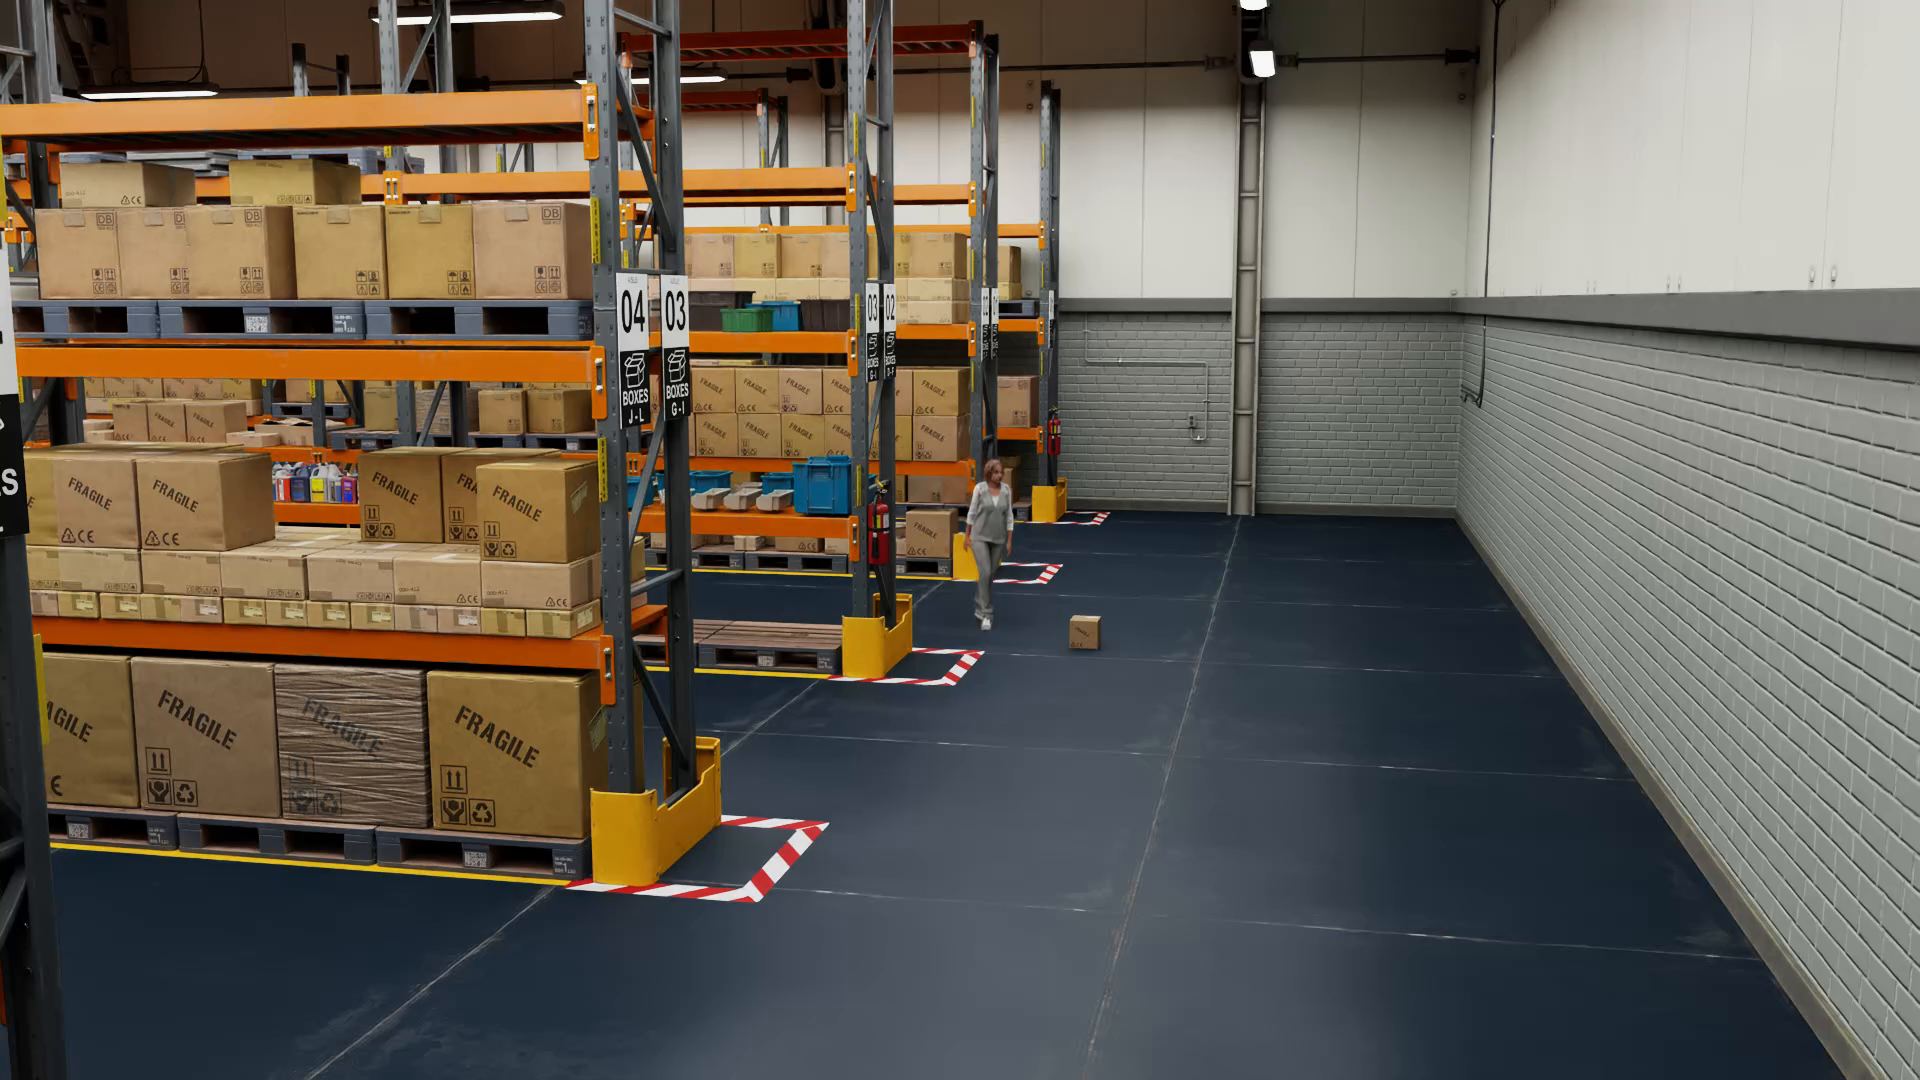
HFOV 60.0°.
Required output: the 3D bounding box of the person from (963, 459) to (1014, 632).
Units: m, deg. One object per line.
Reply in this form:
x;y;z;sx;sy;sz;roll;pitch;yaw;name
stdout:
0.279;0.027;15.726;0.437;1.610;0.645;-3;9;-22;person
